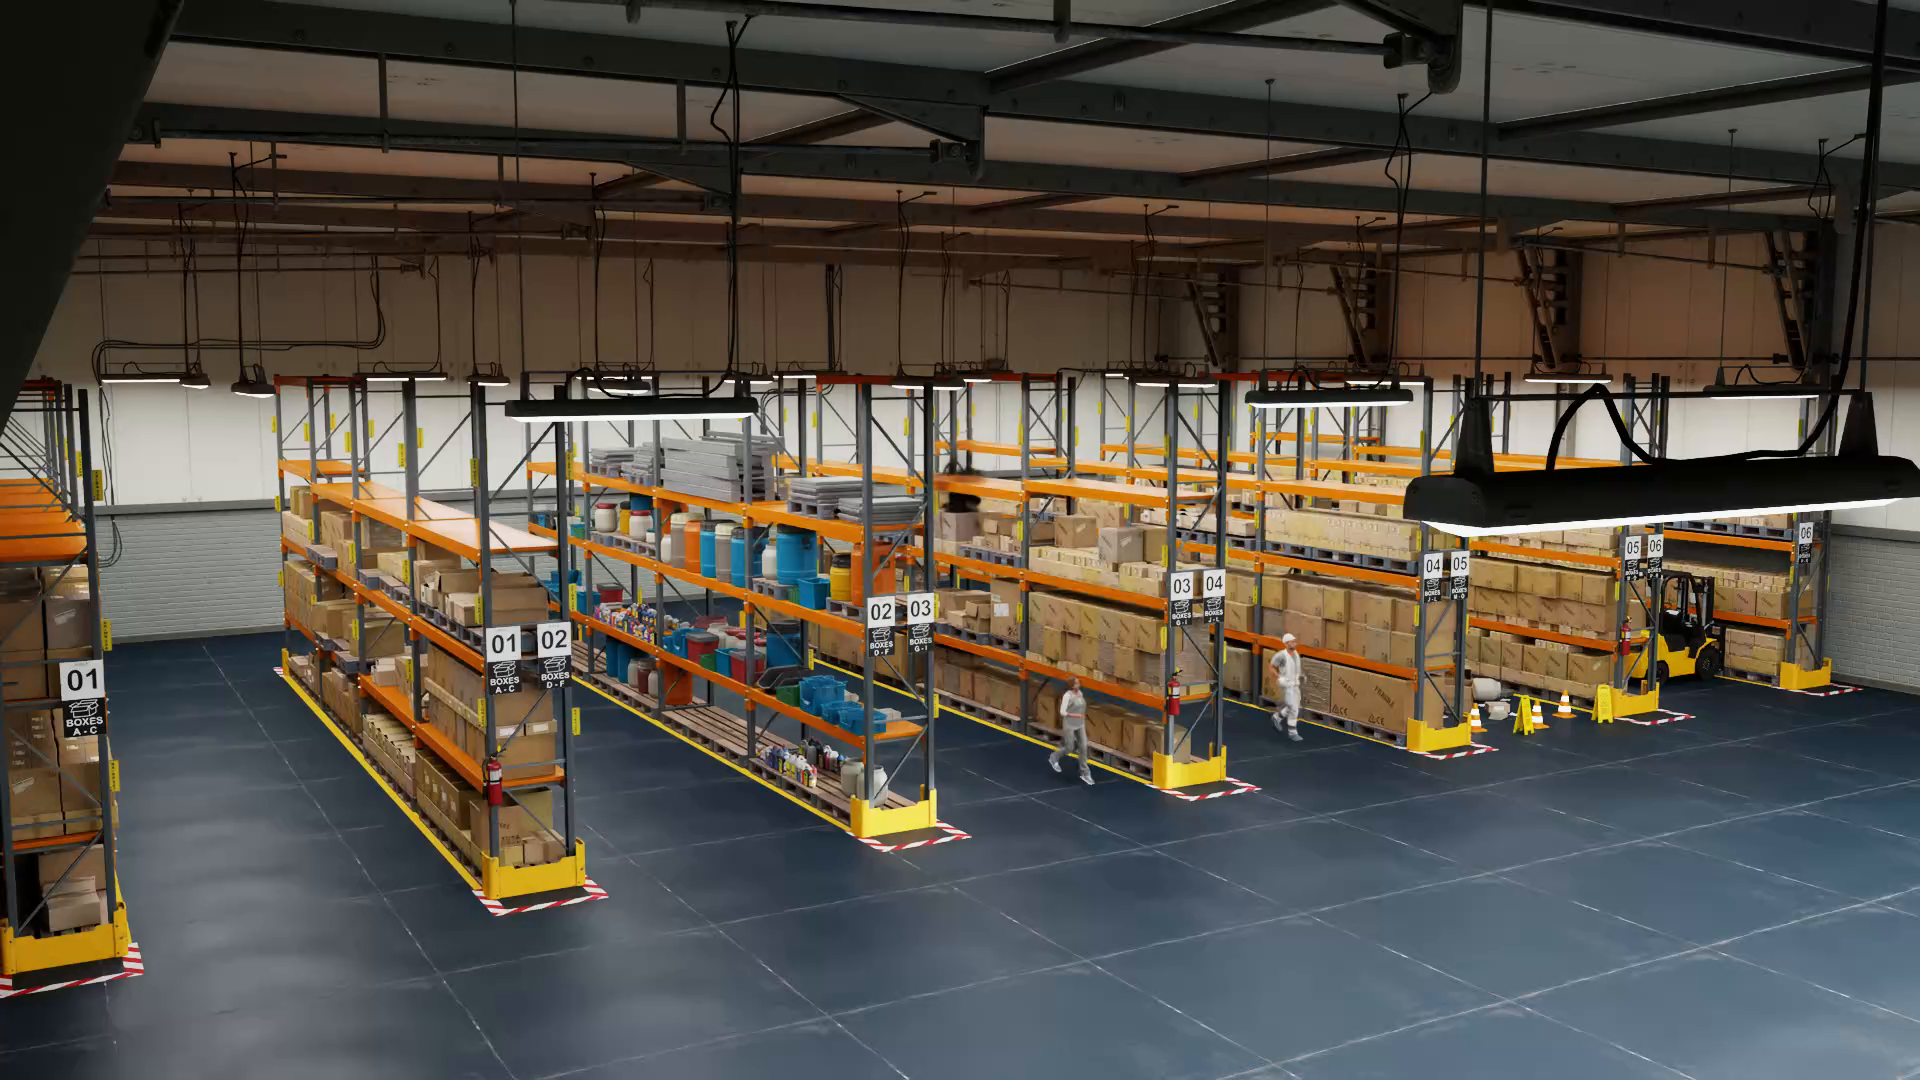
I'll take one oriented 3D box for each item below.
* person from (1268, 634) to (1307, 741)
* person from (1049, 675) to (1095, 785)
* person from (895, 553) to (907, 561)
[{"bbox_3d":[5.430,2.429,27.679,0.667,1.767,0.741,-5,8,-39],"label":"person"},{"bbox_3d":[1.678,2.812,24.878,0.538,1.605,0.877,-6,8,-42],"label":"person"},{"bbox_3d":[-1.446,1.045,40.814,0.732,1.746,0.655,3,7,25],"label":"person"}]
